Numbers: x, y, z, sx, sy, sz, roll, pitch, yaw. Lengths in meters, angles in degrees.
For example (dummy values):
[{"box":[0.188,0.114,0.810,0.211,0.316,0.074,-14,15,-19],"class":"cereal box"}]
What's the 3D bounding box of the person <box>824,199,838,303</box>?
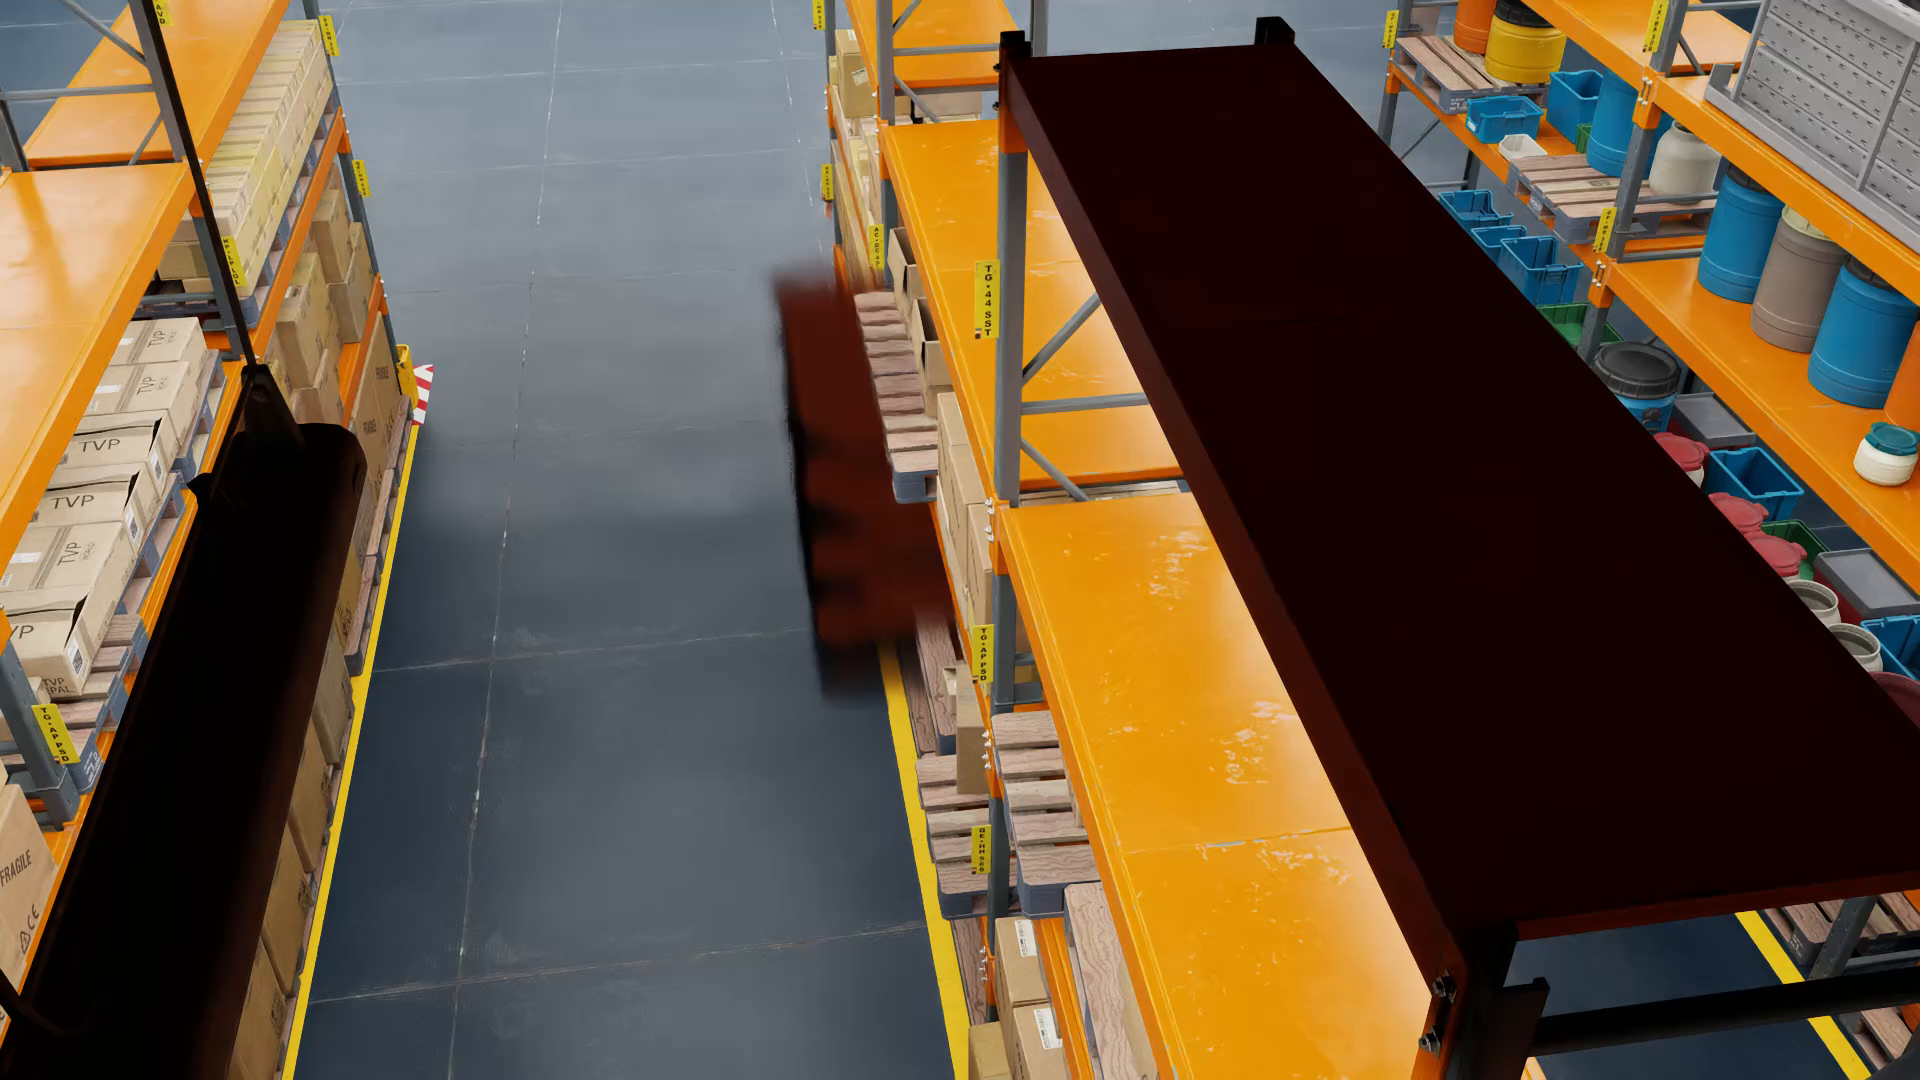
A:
[{"box":[-0.932,-3.245,16.377,1.020,1.744,0.695,-26,44,-31],"class":"person"}]
